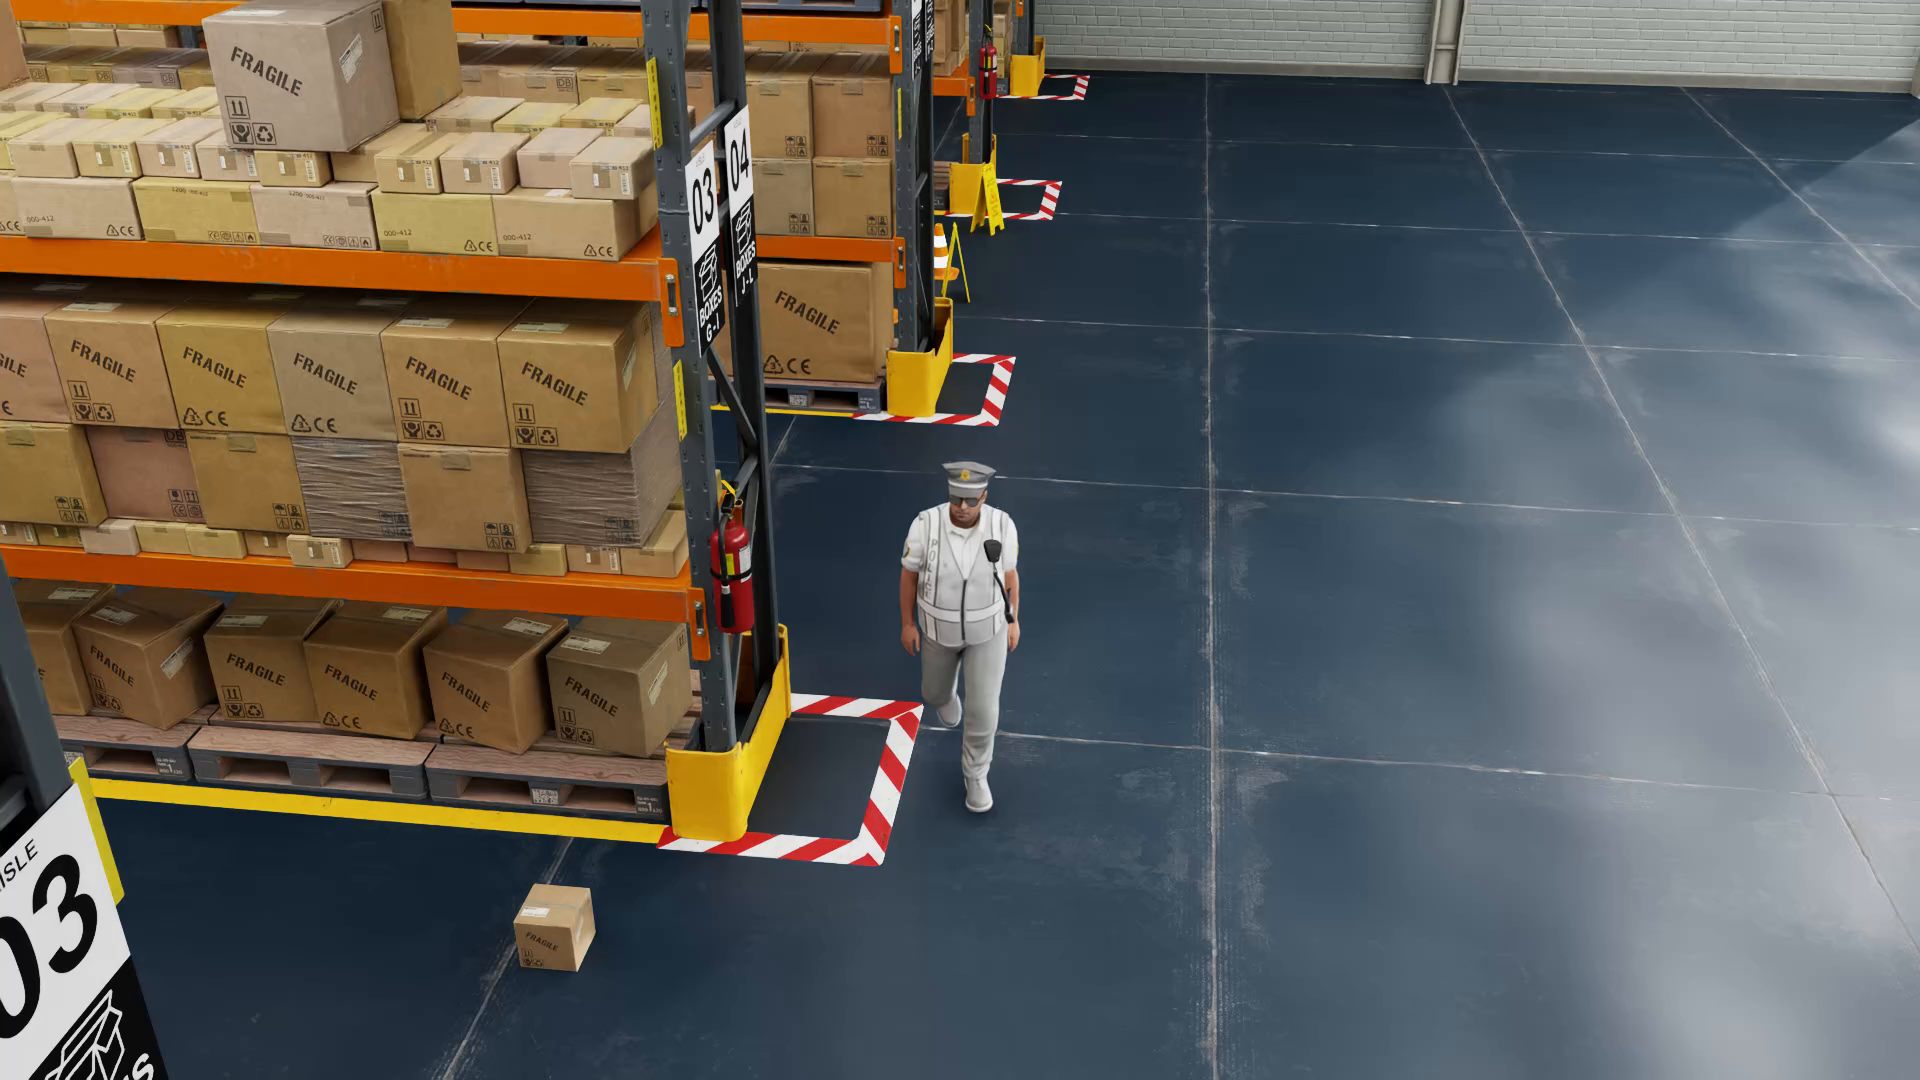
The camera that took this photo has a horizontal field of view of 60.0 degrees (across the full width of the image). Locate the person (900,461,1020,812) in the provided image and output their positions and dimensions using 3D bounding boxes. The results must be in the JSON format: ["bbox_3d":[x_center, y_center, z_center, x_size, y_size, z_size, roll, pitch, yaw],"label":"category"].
[{"bbox_3d":[0.003,0.351,7.936,0.573,1.725,0.912,0,28,0],"label":"person"}]
